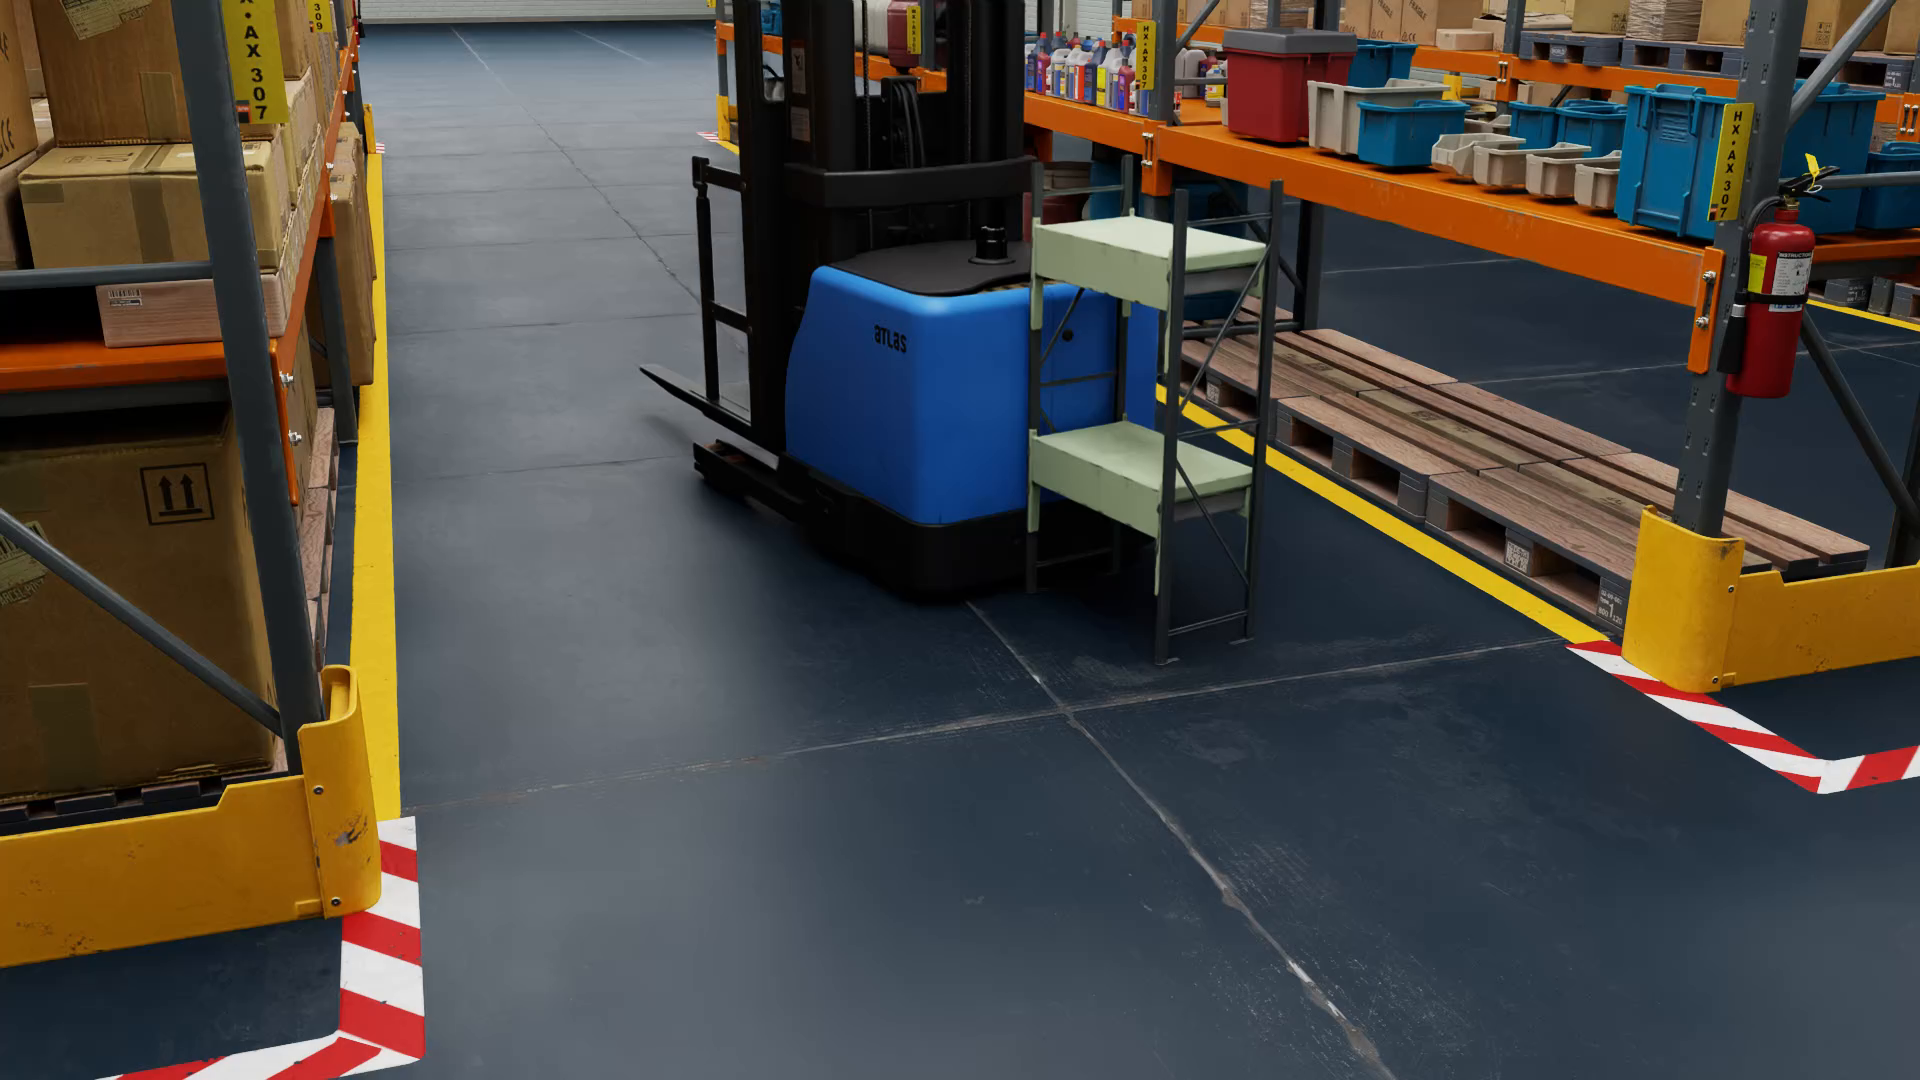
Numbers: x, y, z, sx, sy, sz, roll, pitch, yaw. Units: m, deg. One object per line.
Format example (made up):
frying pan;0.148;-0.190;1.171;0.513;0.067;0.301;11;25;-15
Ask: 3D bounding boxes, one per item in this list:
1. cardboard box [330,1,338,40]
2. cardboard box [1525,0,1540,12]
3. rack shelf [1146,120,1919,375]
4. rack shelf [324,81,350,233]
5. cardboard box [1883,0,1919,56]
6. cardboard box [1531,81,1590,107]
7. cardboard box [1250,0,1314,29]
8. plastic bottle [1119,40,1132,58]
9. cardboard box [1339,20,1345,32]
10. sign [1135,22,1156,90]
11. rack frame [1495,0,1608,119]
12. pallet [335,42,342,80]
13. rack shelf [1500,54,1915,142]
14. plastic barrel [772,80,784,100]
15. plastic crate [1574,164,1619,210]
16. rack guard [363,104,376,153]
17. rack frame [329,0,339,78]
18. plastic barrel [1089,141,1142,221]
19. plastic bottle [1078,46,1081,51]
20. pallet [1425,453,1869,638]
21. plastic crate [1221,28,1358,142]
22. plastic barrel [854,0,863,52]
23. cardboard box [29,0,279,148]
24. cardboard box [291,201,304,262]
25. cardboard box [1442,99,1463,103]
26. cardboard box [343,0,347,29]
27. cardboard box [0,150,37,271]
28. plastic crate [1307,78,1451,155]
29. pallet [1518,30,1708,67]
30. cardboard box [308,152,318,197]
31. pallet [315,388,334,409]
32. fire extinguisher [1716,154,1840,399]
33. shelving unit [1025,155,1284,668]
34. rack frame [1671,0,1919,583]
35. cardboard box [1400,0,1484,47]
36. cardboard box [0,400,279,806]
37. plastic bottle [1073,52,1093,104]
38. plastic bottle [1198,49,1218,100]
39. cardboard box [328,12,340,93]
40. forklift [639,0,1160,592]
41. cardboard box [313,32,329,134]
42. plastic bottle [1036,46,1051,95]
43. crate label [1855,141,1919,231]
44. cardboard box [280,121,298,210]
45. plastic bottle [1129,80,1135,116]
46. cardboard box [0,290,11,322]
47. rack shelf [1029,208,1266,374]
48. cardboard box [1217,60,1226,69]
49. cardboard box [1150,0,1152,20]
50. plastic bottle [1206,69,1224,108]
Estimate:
cardboard box;-4.821;-3.788;12.125;0.500;0.250;0.500;-7;21;-19
cardboard box;7.264;-6.664;20.724;0.500;0.250;0.500;-7;21;-18
rack shelf;2.076;-1.361;6.831;1.077;0.370;4.000;-6;21;-17
rack shelf;-3.883;-2.118;8.940;1.077;0.370;4.000;-6;21;-17
cardboard box;6.214;-3.287;10.360;0.700;0.500;0.500;-15;24;-35
cardboard box;7.575;-5.620;20.672;0.700;0.500;0.500;-8;21;-21
cardboard box;3.491;-5.622;17.484;0.700;0.500;0.500;-7;21;-19
plastic bottle;0.926;-2.653;9.437;0.144;0.351;0.185;-6;21;-17
cardboard box;3.721;-5.009;16.296;0.380;0.149;0.250;-6;21;-17
sign;0.924;-2.413;8.289;0.100;0.325;0.005;-6;21;-17
rack frame;4.893;-4.150;13.532;1.000;3.000;0.127;-6;21;-17
pallet;-4.837;-3.225;11.243;1.213;0.211;1.003;-6;21;-17
rack shelf;5.522;-3.169;11.867;1.077;0.370;4.000;-6;21;-17
plastic barrel;-1.888;-4.855;18.554;0.421;0.512;0.421;0;20;0
plastic crate;2.276;-1.204;5.632;0.396;0.136;0.243;-6;21;-17
rack guard;-7.003;-4.465;18.107;1.175;0.500;0.348;-6;21;-17
rack frame;-4.512;-3.098;10.605;1.000;3.000;0.127;-6;21;-17
plastic barrel;1.070;-1.955;9.904;0.600;0.901;0.708;-6;21;-17
plastic bottle;0.844;-3.302;11.467;0.097;0.201;0.097;0;20;0
pallet;2.482;-0.014;6.143;1.003;0.211;1.213;-6;21;-17
plastic crate;1.490;-2.086;7.604;0.402;0.464;0.583;-6;21;-17
plastic barrel;-0.744;-4.406;14.046;0.433;0.535;0.433;0;20;0
cardboard box;-2.049;-1.297;4.262;0.500;0.500;0.500;-7;21;-19
cardboard box;-2.121;-0.891;4.833;0.380;0.149;0.250;-7;21;-18
cardboard box;4.514;-4.013;15.768;0.500;0.311;0.500;-7;21;-18
cardboard box;-5.852;-4.720;14.532;0.875;0.500;0.500;-6;21;-17
cardboard box;-2.402;-0.728;3.787;0.500;0.250;0.500;-7;21;-18
plastic crate;1.752;-1.804;7.088;0.437;0.282;0.530;-6;21;-17
pallet;5.173;-3.849;12.980;1.213;0.211;1.003;-6;21;-17
cardboard box;-2.524;-1.303;5.979;0.380;0.149;0.250;-6;21;-16
pallet;-3.569;-0.742;8.170;1.003;0.211;1.213;-6;21;-17
fire extinguisher;2.320;-0.749;4.730;0.296;0.674;0.183;-6;21;-17
shelving unit;0.601;-0.444;5.433;0.431;1.500;0.755;-12;23;-30
rack frame;2.704;-1.057;4.923;1.000;3.000;0.127;-6;21;-17
cardboard box;4.350;-4.733;15.010;0.500;0.500;0.500;-8;21;-20
cardboard box;-2.275;0.074;4.294;0.875;0.875;0.875;-6;21;-17
plastic bottle;0.743;-2.654;9.551;0.152;0.276;0.135;-6;21;-17
plastic bottle;1.458;-2.734;9.764;0.061;0.283;0.133;-6;21;-17
cardboard box;-4.122;-3.013;10.221;0.500;0.500;0.500;-6;21;-16
forklift;-0.480;-1.647;6.667;1.130;2.935;3.031;-12;23;-30
cardboard box;-3.321;-2.197;7.949;0.500;0.500;0.500;-6;21;-17
plastic bottle;0.512;-2.844;10.071;0.061;0.283;0.133;-6;21;-17
crate label;2.939;-1.121;5.259;0.416;0.233;0.303;-6;21;-17
cardboard box;-2.216;-1.111;4.854;0.500;0.250;0.500;-7;21;-19
plastic bottle;0.954;-2.374;8.882;0.097;0.201;0.097;0;20;0
cardboard box;-2.505;-0.575;3.953;0.380;0.149;0.250;-6;21;-17
rack shelf;0.601;-0.811;5.301;0.431;0.370;0.720;-12;23;-30
cardboard box;3.137;-4.977;18.173;0.500;0.500;0.500;-6;21;-17
cardboard box;2.683;-6.445;19.774;0.700;0.500;0.500;-6;21;-16
plastic bottle;1.436;-2.535;9.330;0.097;0.201;0.097;0;20;0
